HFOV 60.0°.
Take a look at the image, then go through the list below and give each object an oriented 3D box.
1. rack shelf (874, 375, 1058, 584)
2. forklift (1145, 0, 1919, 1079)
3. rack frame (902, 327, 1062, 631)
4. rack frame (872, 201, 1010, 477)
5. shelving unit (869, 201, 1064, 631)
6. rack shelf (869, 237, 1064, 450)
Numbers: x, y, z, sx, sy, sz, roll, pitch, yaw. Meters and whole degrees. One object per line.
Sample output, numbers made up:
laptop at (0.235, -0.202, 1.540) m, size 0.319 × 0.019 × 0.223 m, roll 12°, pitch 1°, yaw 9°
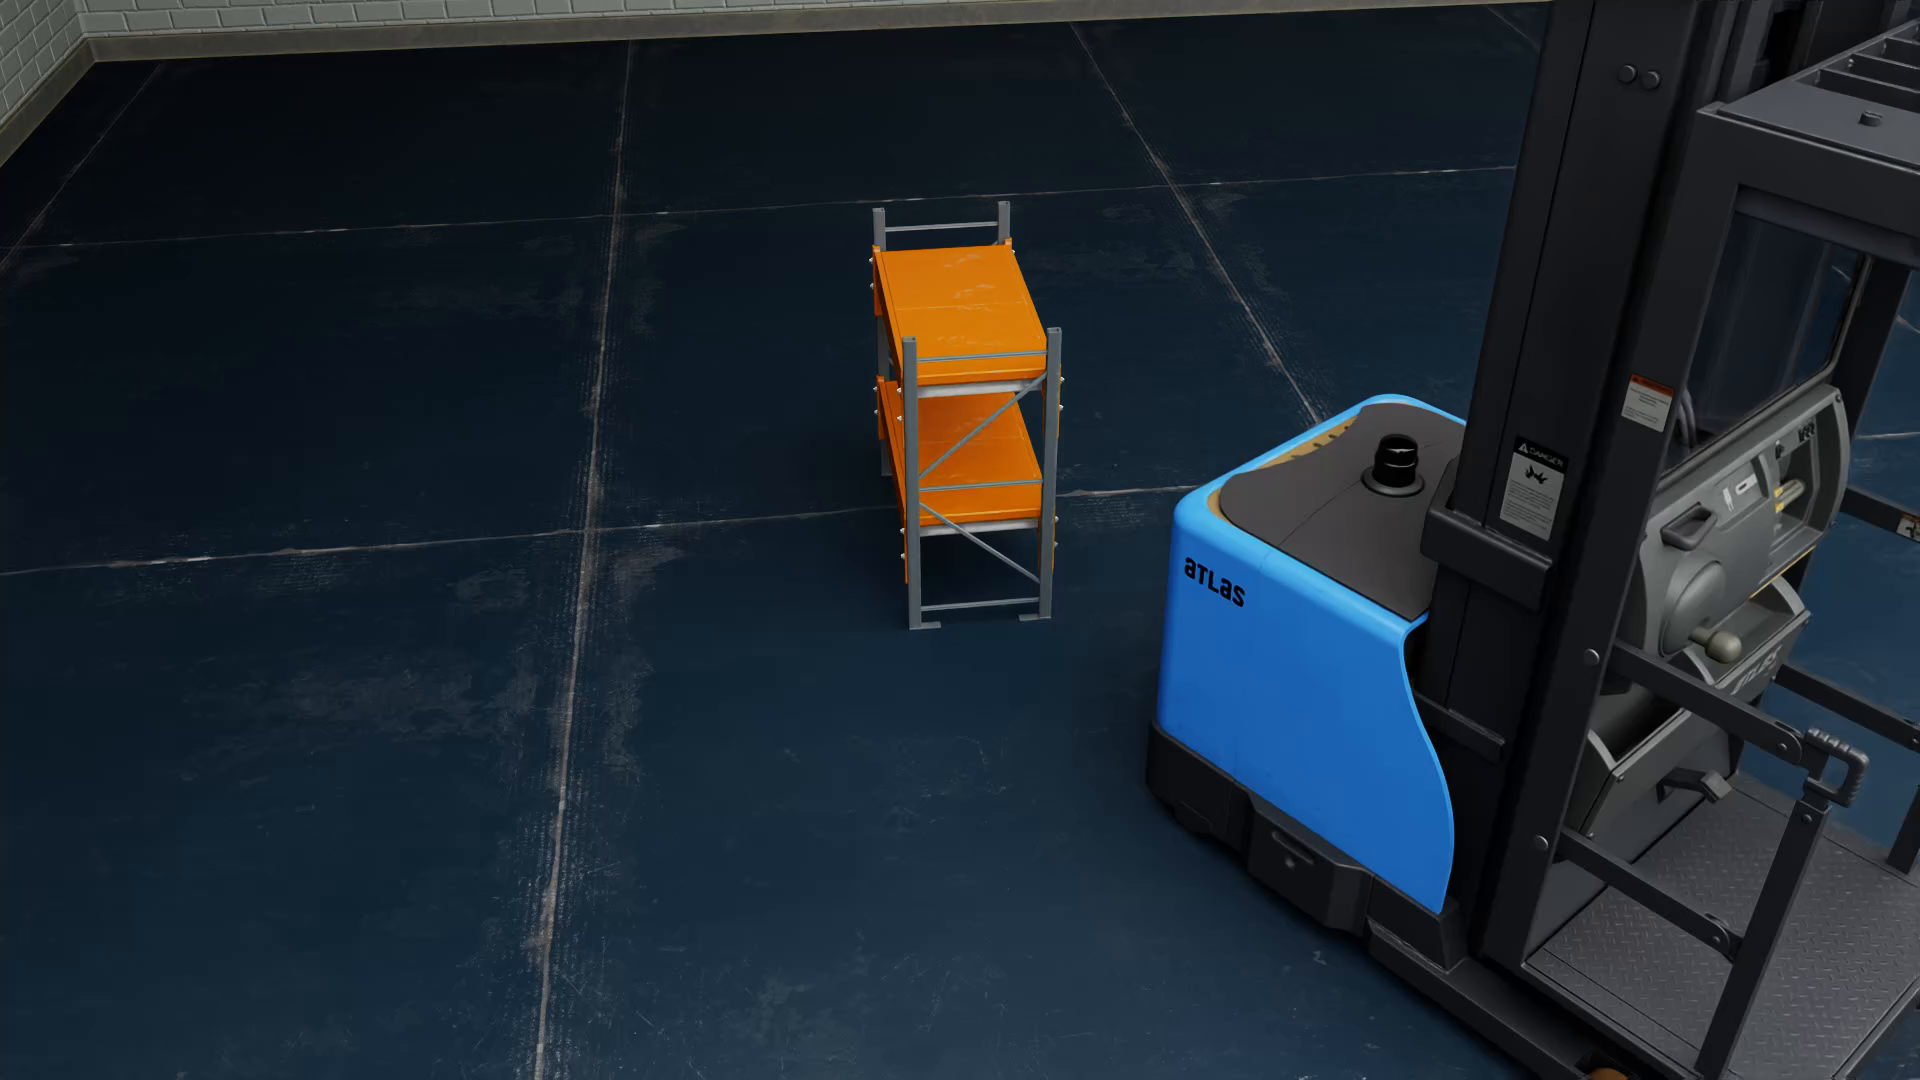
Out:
rack shelf at (0.001, -0.259, 6.065) m, size 0.538 × 0.278 × 1.000 m, roll -4°, pitch 35°, yaw -6°
forklift at (1.913, 0.014, 3.627) m, size 1.130 × 2.935 × 3.031 m, roll -26°, pitch 42°, yaw -33°
rack frame at (0.069, -0.177, 5.511) m, size 0.500 × 1.125 × 0.032 m, roll -4°, pitch 35°, yaw -6°
rack frame at (-0.067, -0.745, 6.344) m, size 0.500 × 1.125 × 0.032 m, roll -4°, pitch 35°, yaw -6°
shelving unit at (0.001, -0.461, 5.928) m, size 0.538 × 1.125 × 1.048 m, roll -4°, pitch 35°, yaw -6°
rack shelf at (0.001, -0.703, 5.763) m, size 0.538 × 0.278 × 1.000 m, roll -4°, pitch 35°, yaw -6°
